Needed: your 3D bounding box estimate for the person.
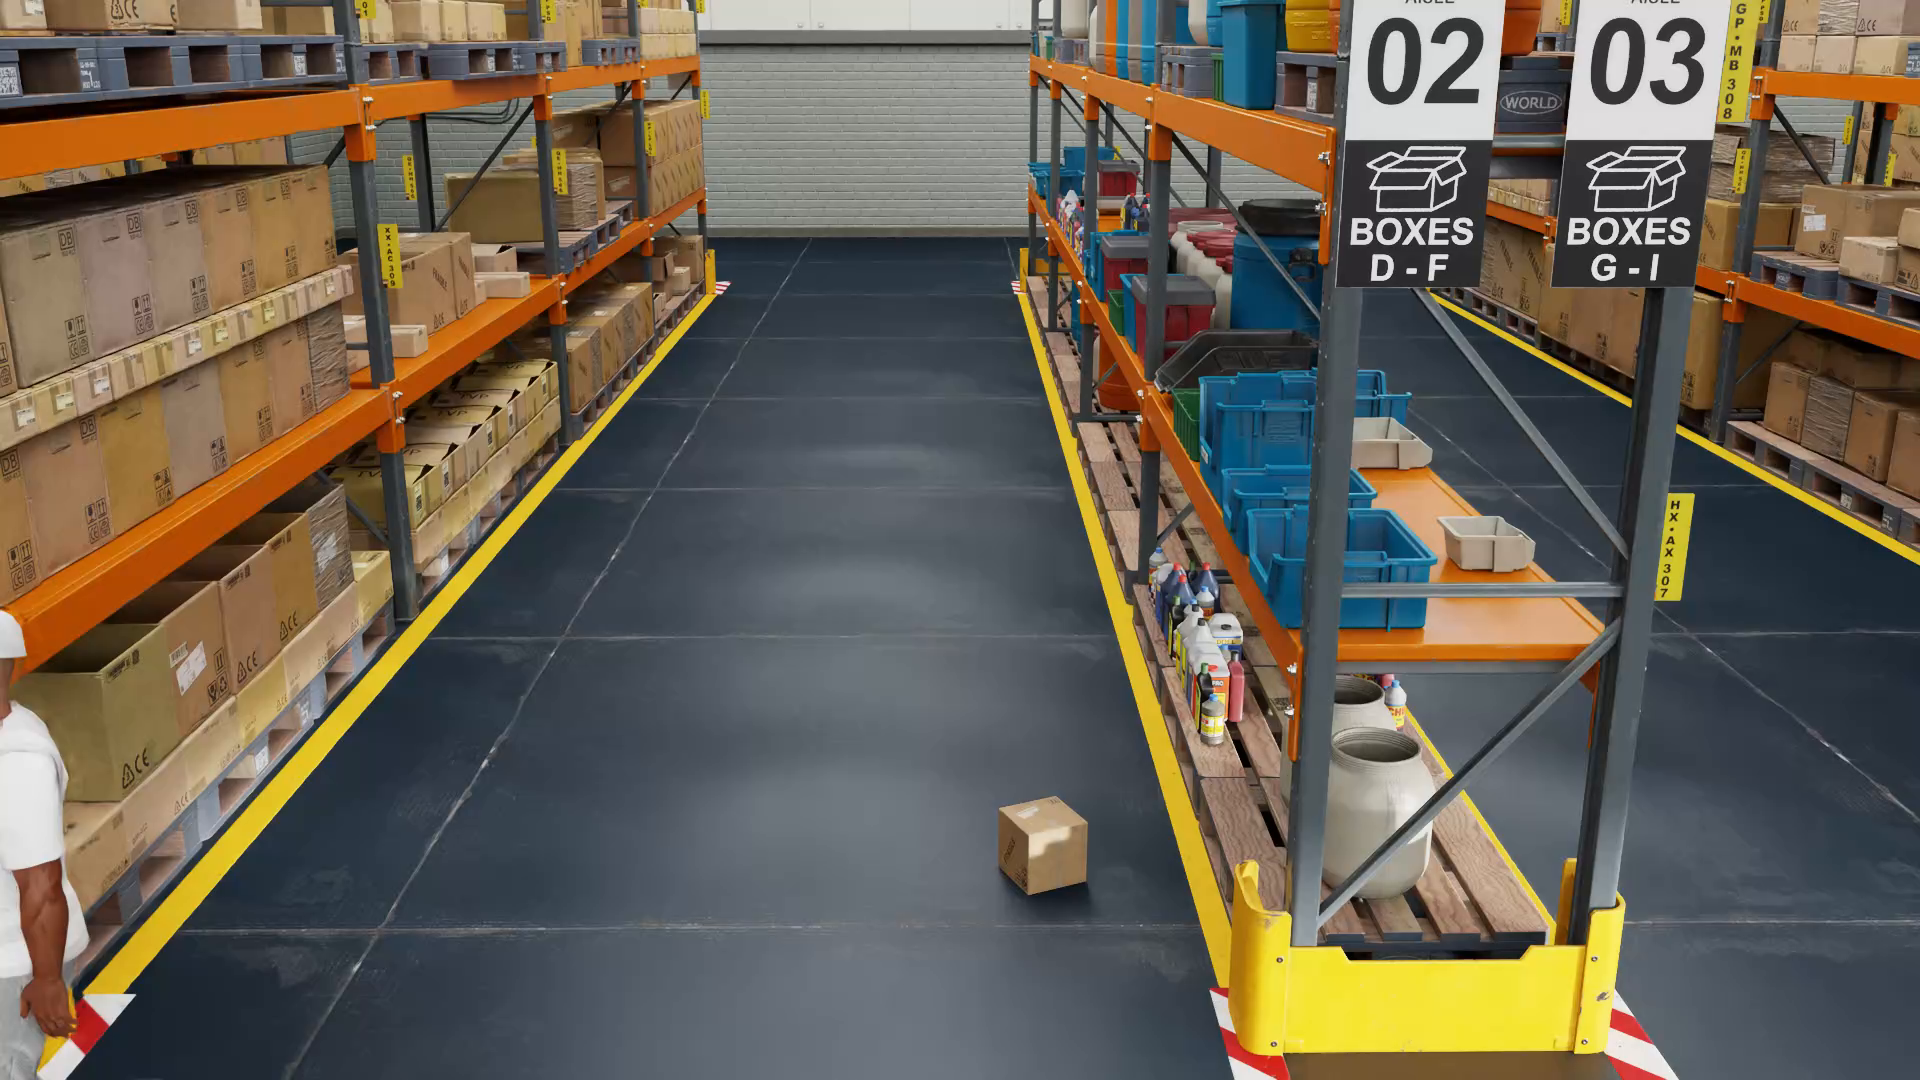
[{"bbox_3d":[-2.334,1.009,4.169,0.586,1.744,0.577,-13,21,-36],"label":"person"}]
